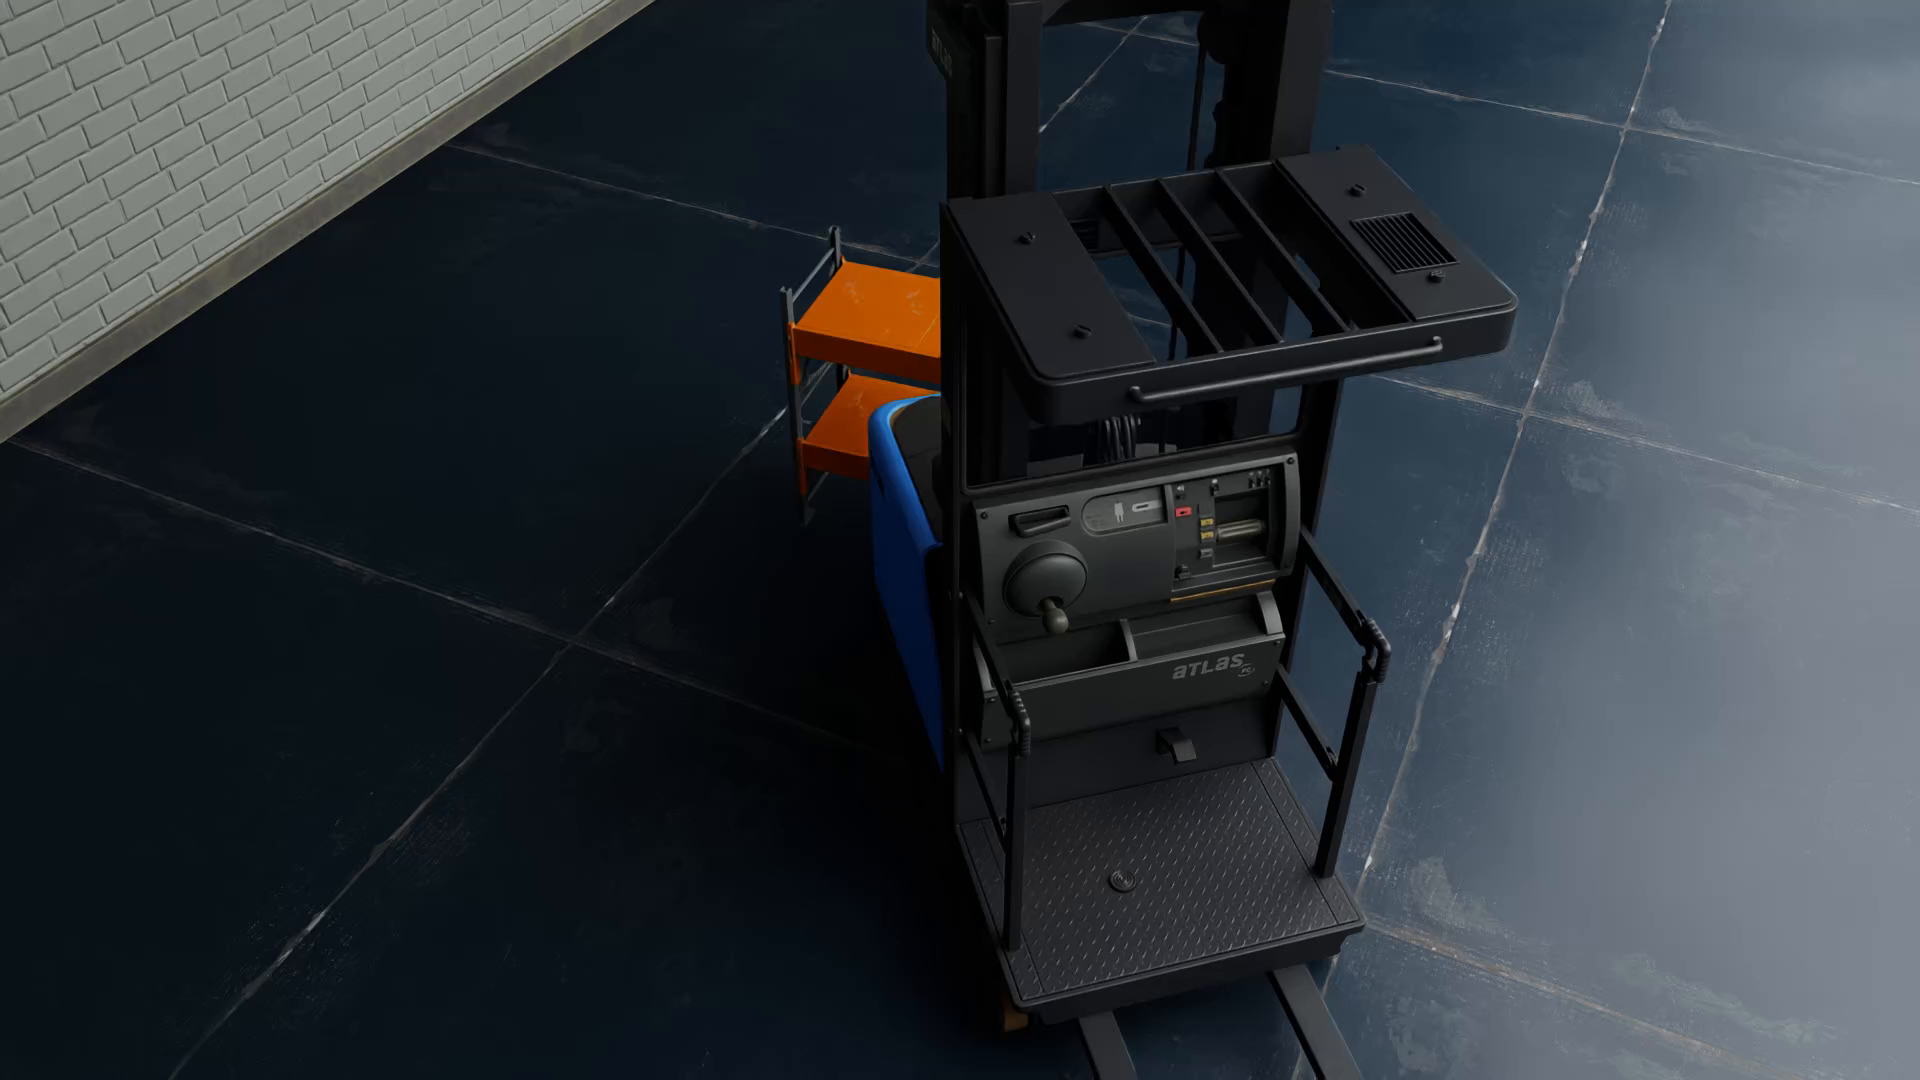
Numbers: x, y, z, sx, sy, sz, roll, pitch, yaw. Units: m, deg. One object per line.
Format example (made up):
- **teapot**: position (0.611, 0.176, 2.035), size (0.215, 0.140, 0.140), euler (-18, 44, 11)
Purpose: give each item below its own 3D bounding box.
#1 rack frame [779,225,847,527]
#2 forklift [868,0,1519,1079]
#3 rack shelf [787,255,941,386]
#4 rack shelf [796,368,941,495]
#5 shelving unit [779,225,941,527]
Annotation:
- **rack frame**: position (-0.565, -0.636, 6.624), size (0.032, 1.125, 0.500), euler (13, 43, 15)
- **forklift**: position (0.555, 0.087, 4.412), size (1.130, 2.935, 3.031), euler (-10, 42, -12)
- **rack shelf**: position (-0.086, -0.746, 6.304), size (1.000, 0.278, 0.538), euler (13, 43, 15)
- **rack shelf**: position (-0.086, -0.340, 6.656), size (1.000, 0.278, 0.538), euler (13, 43, 15)
- **shelving unit**: position (-0.086, -0.524, 6.496), size (1.048, 1.125, 0.538), euler (13, 43, 15)
